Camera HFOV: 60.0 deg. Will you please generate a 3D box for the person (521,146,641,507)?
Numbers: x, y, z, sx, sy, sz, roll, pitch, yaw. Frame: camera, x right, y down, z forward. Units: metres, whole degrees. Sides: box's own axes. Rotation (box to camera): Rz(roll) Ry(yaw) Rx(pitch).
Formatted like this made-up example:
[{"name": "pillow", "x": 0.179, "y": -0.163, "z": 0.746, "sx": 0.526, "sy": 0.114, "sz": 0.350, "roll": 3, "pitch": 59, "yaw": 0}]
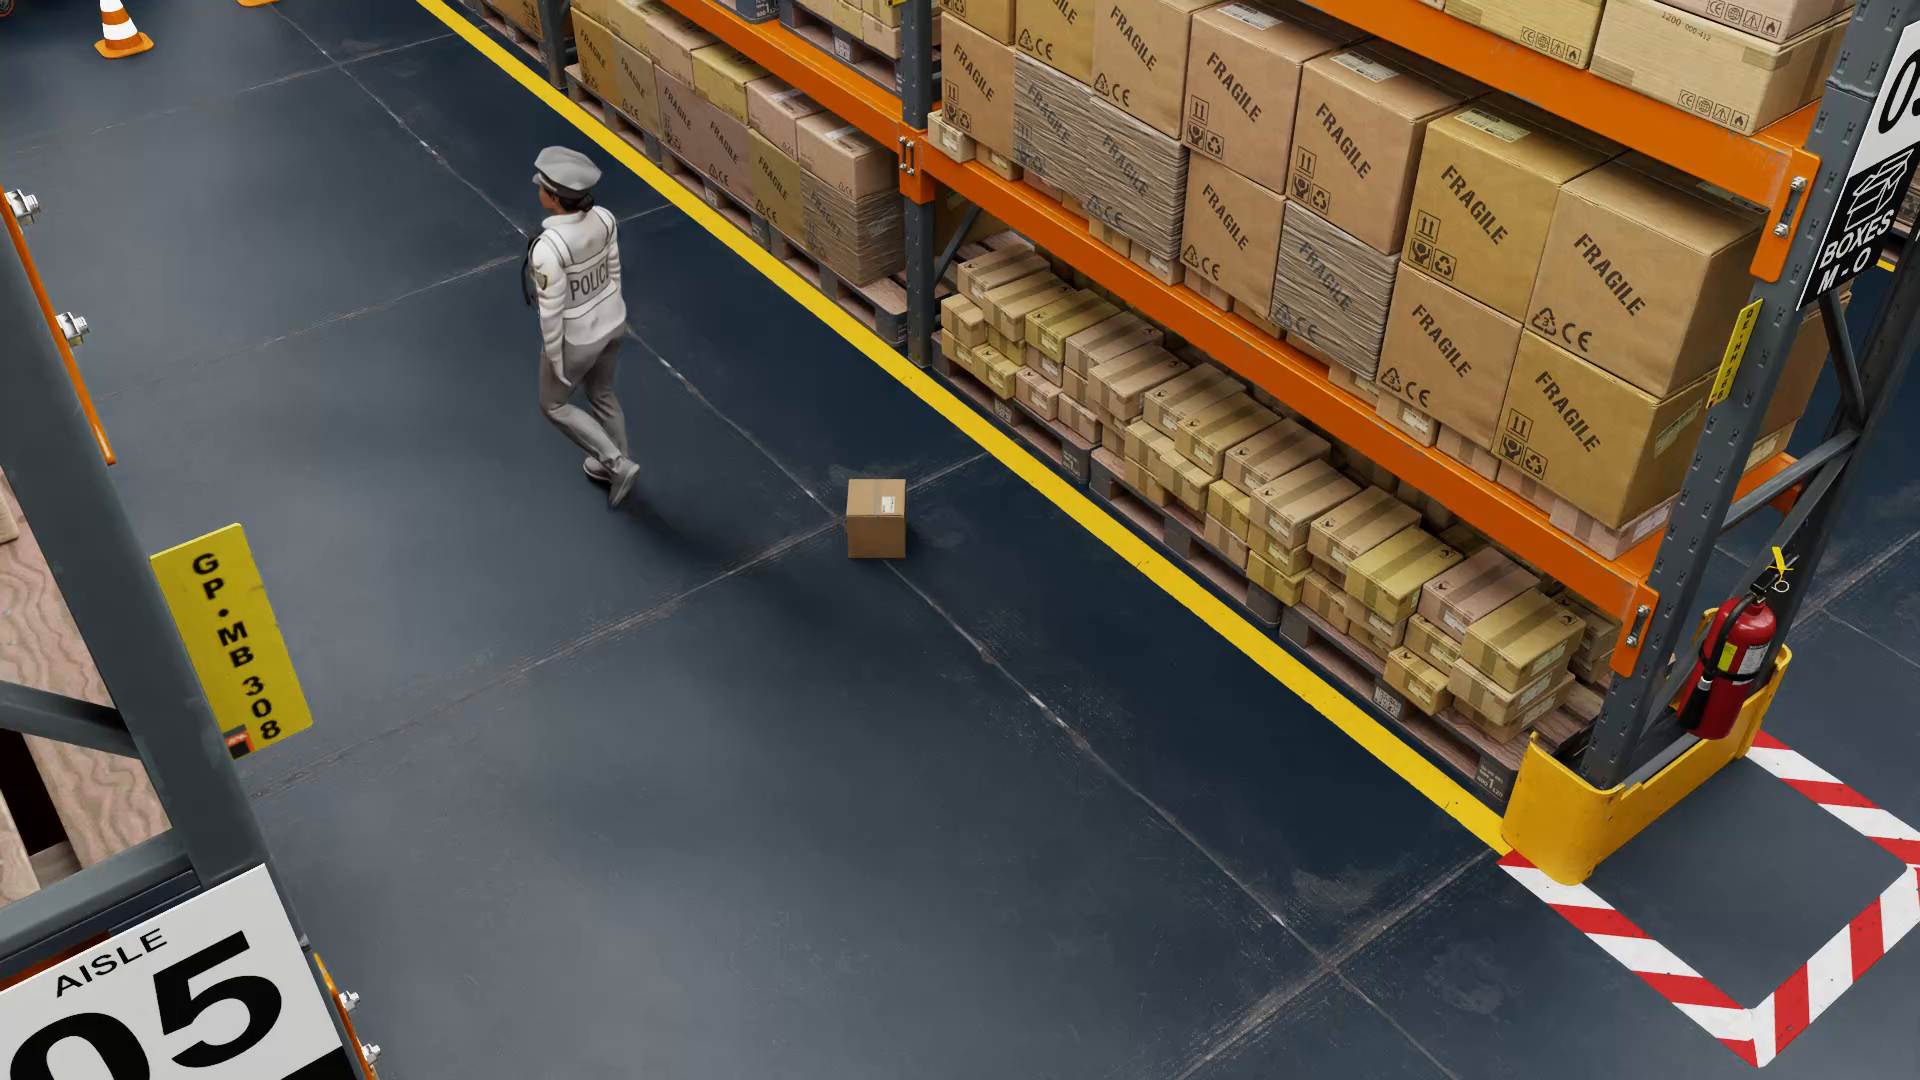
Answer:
[{"name": "person", "x": -1.579, "y": -0.877, "z": 7.123, "sx": 0.470, "sy": 1.679, "sz": 0.487, "roll": 22, "pitch": 45, "yaw": 24}]
